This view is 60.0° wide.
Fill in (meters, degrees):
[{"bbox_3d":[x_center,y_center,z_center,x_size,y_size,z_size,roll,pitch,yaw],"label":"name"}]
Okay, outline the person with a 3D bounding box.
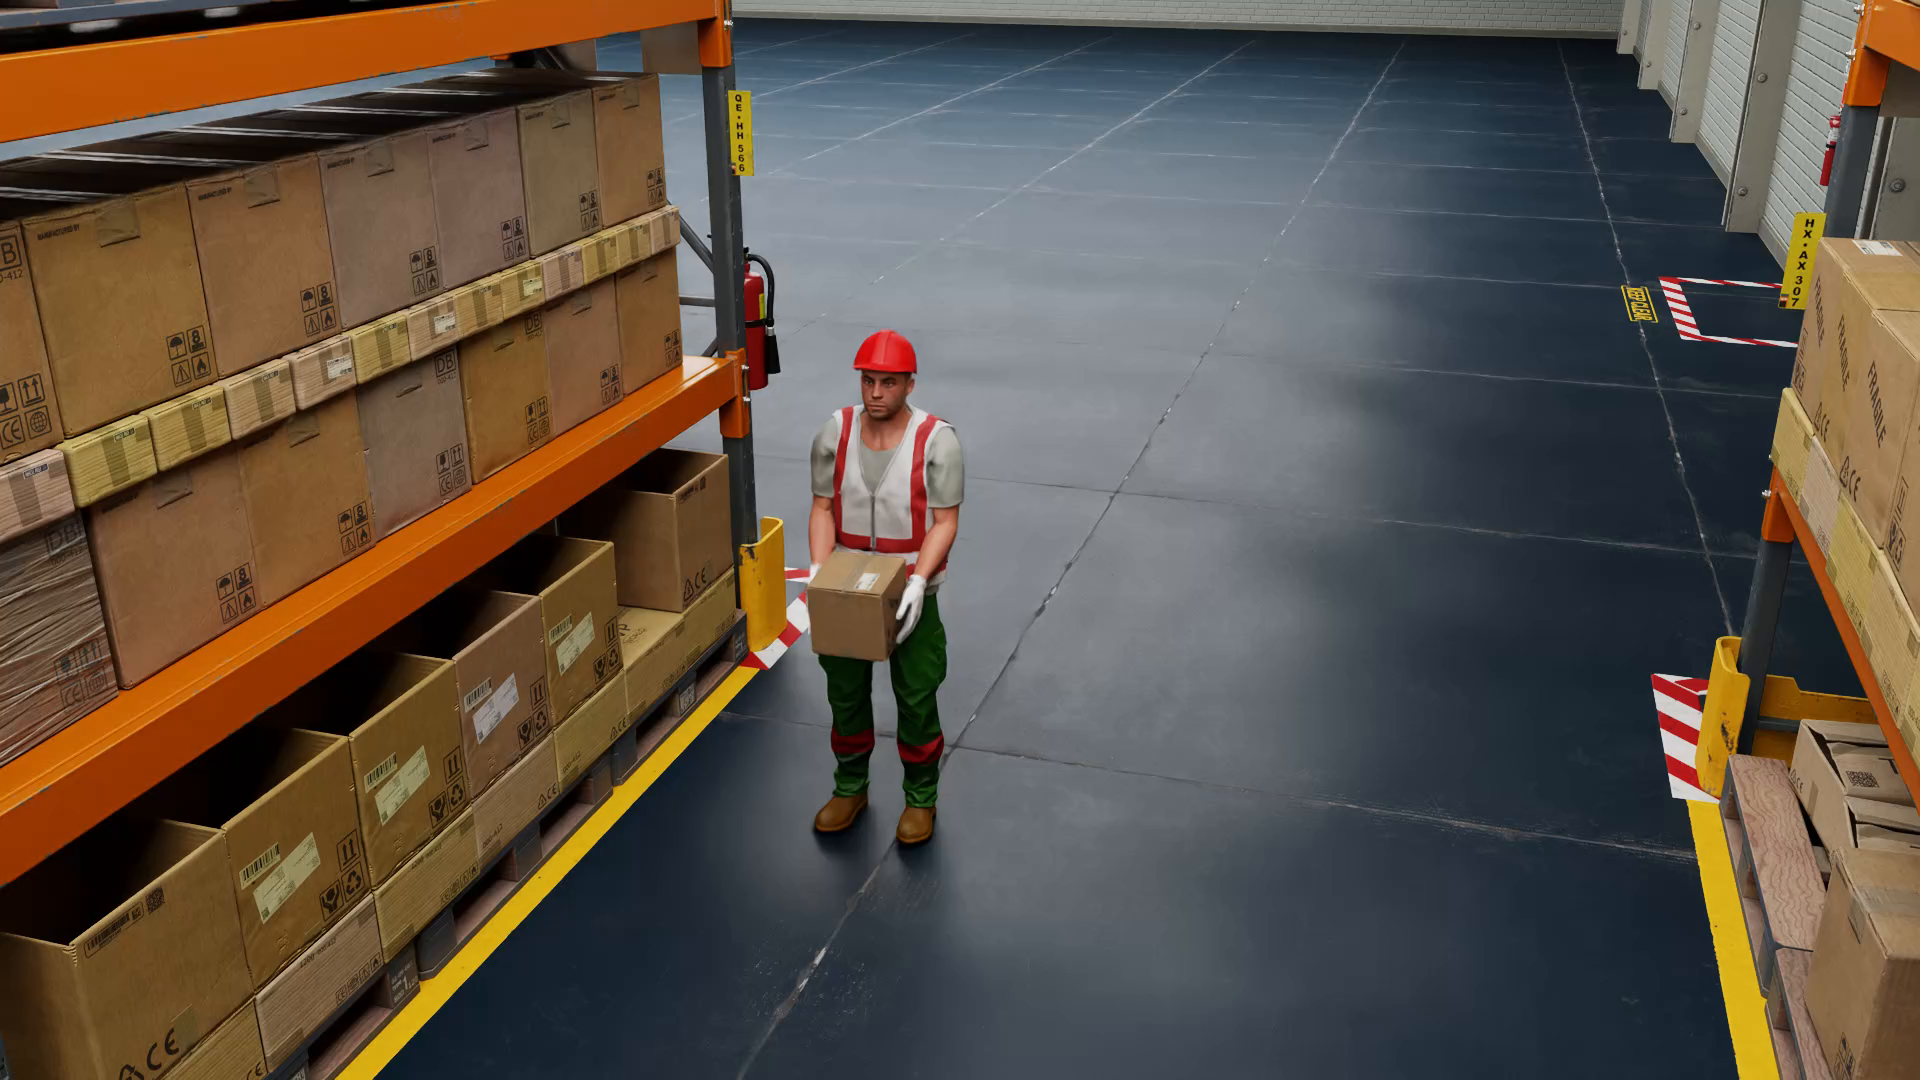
[{"bbox_3d":[-0.266,0.189,5.578,0.528,1.792,0.508,6,23,15],"label":"person"}]
